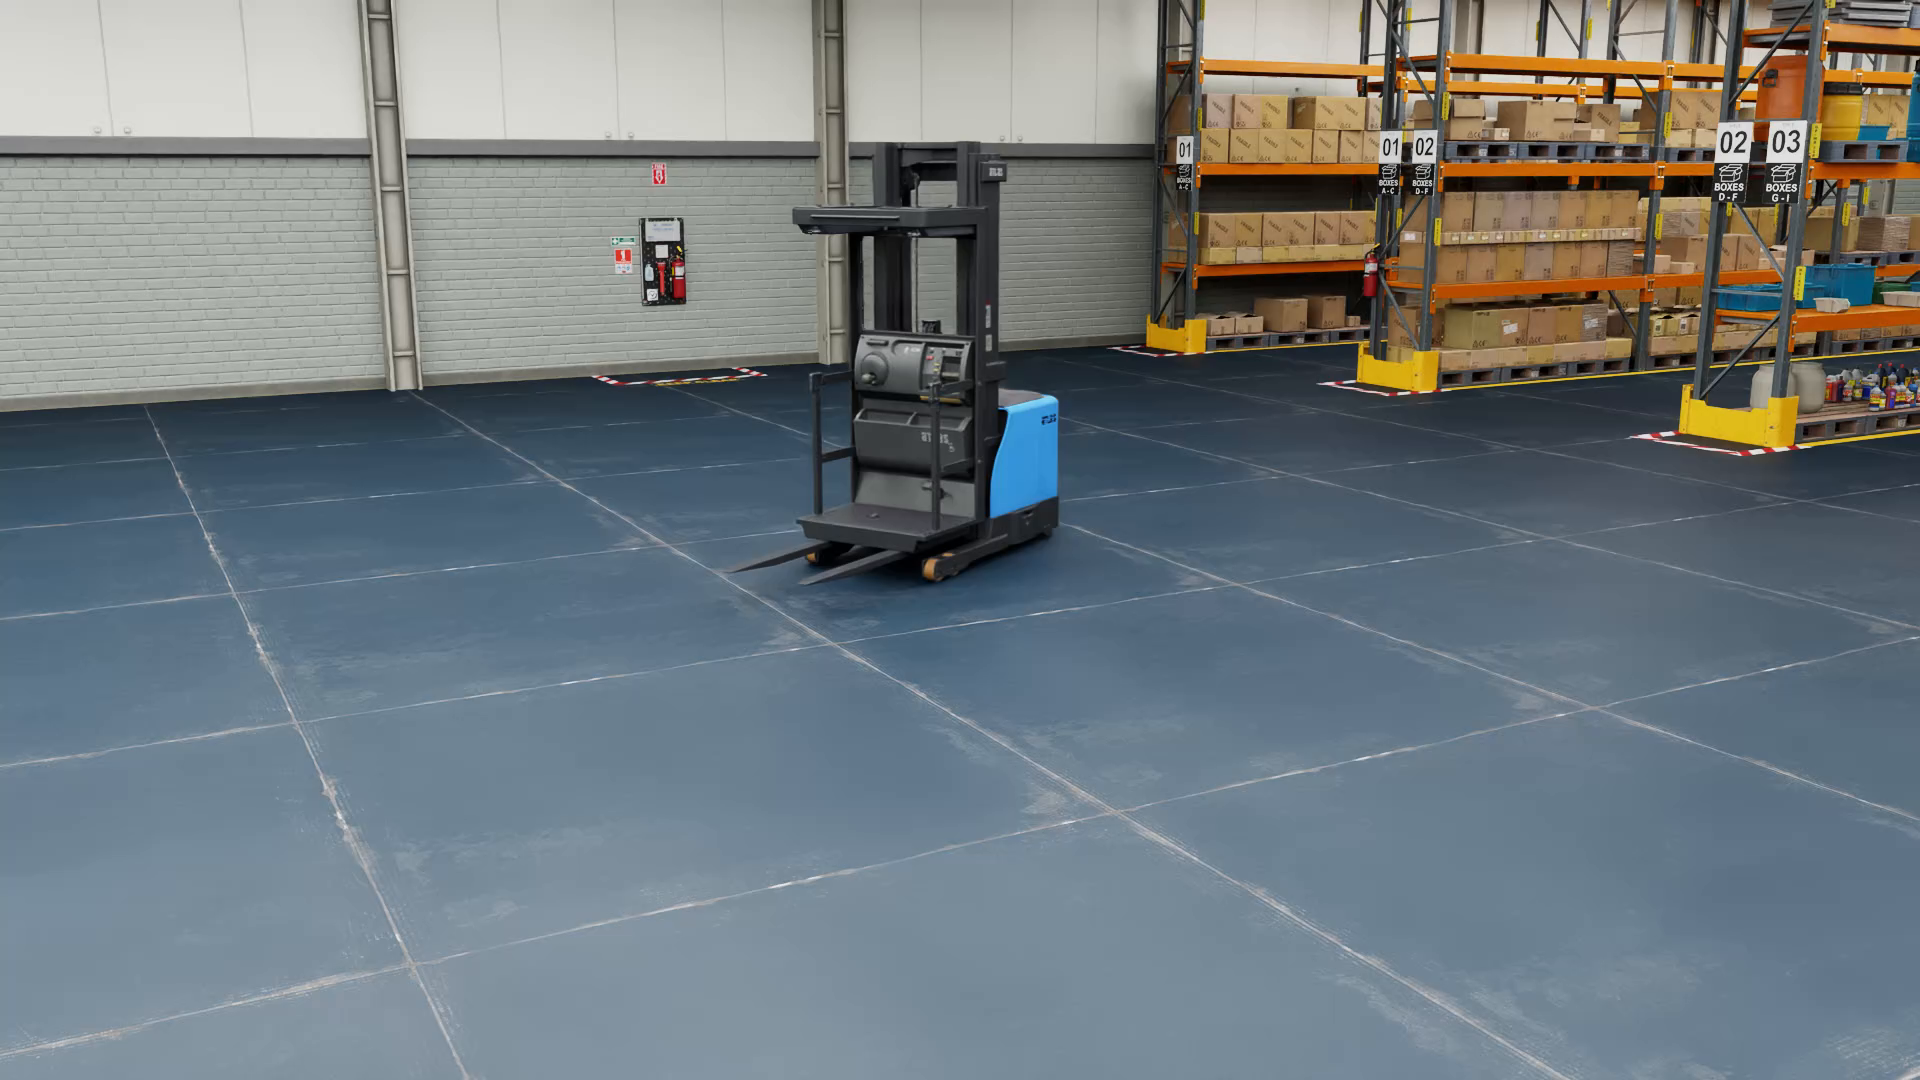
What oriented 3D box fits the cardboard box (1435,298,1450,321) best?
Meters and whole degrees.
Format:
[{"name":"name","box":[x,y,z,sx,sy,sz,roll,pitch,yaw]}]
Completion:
[{"name":"cardboard box","box":[7.845,-3.971,28.114,0.500,0.500,0.700,-7,15,-29]}]

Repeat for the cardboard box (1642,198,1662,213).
[{"name":"cardboard box","box":[12.164,-5.985,29.711,0.500,0.250,0.500,-7,15,-29]}]

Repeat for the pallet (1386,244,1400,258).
[{"name":"pallet","box":[7.518,-4.790,27.498,1.213,0.211,1.003,-7,14,-28]}]

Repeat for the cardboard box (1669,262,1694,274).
[{"name":"cardboard box","box":[10.030,-3.808,23.271,0.250,0.149,0.380,-7,14,-28]}]

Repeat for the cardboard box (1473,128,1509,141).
[{"name":"cardboard box","box":[6.761,-5.160,21.170,0.250,0.149,0.380,-7,14,-28]}]

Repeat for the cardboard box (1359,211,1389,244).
[{"name":"cardboard box","box":[6.511,-5.024,26.691,0.500,0.500,0.500,-7,14,-28]}]

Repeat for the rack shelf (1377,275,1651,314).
[{"name":"rack shelf","box":[7.399,-3.316,22.149,4.000,0.370,1.077,-7,14,-28]}]

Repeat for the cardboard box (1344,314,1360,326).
[{"name":"cardboard box","box":[6.323,-3.602,27.232,0.250,0.166,0.380,-9,16,-35]}]

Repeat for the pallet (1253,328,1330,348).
[{"name":"pallet","box":[5.133,-3.264,26.632,1.213,0.211,1.003,-7,14,-28]}]

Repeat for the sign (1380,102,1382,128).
[{"name":"sign","box":[5.396,-5.419,21.188,0.005,0.325,0.100,-7,14,-28]}]

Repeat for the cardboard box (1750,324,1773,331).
[{"name":"cardboard box","box":[11.426,-3.224,24.131,0.500,0.311,0.500,-7,14,-28]}]

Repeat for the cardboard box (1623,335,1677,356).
[{"name":"cardboard box","box":[9.627,-2.735,23.237,0.500,0.250,0.500,-7,15,-29]}]

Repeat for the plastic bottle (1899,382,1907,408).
[{"name":"plastic bottle","box":[10.143,-1.562,17.930,0.097,0.271,0.097,0,13,0]}]

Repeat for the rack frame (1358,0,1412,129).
[{"name":"rack frame","box":[6.778,-7.758,26.586,0.127,3.000,1.000,-7,14,-28]}]

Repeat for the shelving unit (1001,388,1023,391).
[{"name":"shelving unit","box":[0.348,-0.656,13.132,0.215,1.050,0.252,8,15,31]}]

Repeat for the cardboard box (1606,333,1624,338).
[{"name":"cardboard box","box":[9.380,-2.840,23.702,0.500,0.250,0.500,-7,14,-28]}]

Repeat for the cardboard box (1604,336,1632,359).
[{"name":"cardboard box","box":[8.852,-2.650,22.856,0.500,0.250,0.500,-7,14,-28]}]

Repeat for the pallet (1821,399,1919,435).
[{"name":"pallet","box":[9.843,-1.370,18.215,1.213,0.211,1.003,-7,14,-28]}]

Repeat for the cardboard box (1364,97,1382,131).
[{"name":"cardboard box","box":[6.468,-6.736,26.326,0.500,0.500,0.500,-8,15,-33]}]

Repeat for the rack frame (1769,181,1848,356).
[{"name":"rack frame","box":[12.665,-4.298,24.874,0.127,3.000,1.000,-7,14,-28]}]

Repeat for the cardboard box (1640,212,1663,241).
[{"name":"cardboard box","box":[12.191,-5.619,29.795,0.500,0.500,0.500,-6,14,-26]}]

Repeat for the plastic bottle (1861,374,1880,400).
[{"name":"plastic bottle","box":[10.172,-1.712,18.588,0.135,0.276,0.152,-7,14,-28]}]

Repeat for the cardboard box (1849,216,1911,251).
[{"name":"cardboard box","box":[14.058,-4.699,25.472,0.500,0.500,0.700,-4,13,-17]}]

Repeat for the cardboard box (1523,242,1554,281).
[{"name":"cardboard box","box":[7.417,-3.715,22.057,0.500,0.500,0.700,-6,14,-26]}]

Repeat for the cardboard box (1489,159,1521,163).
[{"name":"cardboard box","box":[9.106,-6.657,28.245,0.637,0.503,0.797,-5,14,-20]}]

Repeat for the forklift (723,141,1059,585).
[{"name":"forklift","box":[-0.446,-1.257,11.518,1.130,2.935,3.031,8,15,31]}]

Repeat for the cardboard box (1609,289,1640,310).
[{"name":"cardboard box","box":[11.769,-4.551,29.940,0.750,0.750,0.750,-7,14,-28]}]

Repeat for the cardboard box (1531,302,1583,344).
[{"name":"cardboard box","box":[7.971,-2.912,22.313,0.500,0.500,0.500,-7,14,-28]}]

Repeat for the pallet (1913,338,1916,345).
[{"name":"pallet","box":[15.481,-3.265,26.638,1.213,0.211,1.003,-7,14,-28]}]

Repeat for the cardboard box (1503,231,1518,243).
[{"name":"cardboard box","box":[6.997,-3.930,21.536,0.250,0.149,0.380,-7,15,-30]}]

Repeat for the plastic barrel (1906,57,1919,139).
[{"name":"plastic barrel","box":[10.600,-4.751,17.957,0.708,0.901,0.600,-7,14,-28]}]

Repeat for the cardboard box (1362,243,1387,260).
[{"name":"cardboard box","box":[6.507,-4.660,26.778,0.500,0.250,0.500,-7,14,-28]}]

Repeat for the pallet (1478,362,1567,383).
[{"name":"pallet","box":[7.364,-2.312,22.401,1.213,0.211,1.003,-7,14,-28]}]

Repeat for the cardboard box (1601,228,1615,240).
[{"name":"cardboard box","box":[8.572,-4.119,22.373,0.250,0.149,0.380,-7,15,-30]}]

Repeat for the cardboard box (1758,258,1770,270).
[{"name":"cardboard box","box":[11.573,-4.030,24.258,0.250,0.149,0.380,-6,14,-24]}]

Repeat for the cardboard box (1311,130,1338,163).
[{"name":"cardboard box","box":[5.535,-6.136,25.937,0.500,0.500,0.500,-7,15,-30]}]

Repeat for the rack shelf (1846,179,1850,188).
[{"name":"rack shelf","box":[14.421,-5.621,25.559,4.000,0.370,1.077,-7,14,-28]}]

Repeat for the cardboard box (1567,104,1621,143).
[{"name":"cardboard box","box":[8.586,-5.660,22.593,0.500,0.500,0.500,-6,14,-23]}]

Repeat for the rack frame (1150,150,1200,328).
[{"name":"rack frame","box":[3.267,-4.410,25.375,0.127,3.000,1.000,-7,14,-28]}]

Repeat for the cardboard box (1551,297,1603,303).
[{"name":"cardboard box","box":[8.597,-3.118,23.229,0.500,0.500,0.500,-7,14,-28]}]

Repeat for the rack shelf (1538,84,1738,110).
[{"name":"rack shelf","box":[12.044,-7.843,29.514,4.000,0.370,1.077,-7,14,-28]}]

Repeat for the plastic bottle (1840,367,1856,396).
[{"name":"plastic bottle","box":[9.915,-1.755,18.608,0.185,0.351,0.144,-6,14,-26]}]

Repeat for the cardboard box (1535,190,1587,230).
[{"name":"cardboard box","box":[7.885,-4.405,22.167,0.500,0.500,0.700,-7,14,-28]}]

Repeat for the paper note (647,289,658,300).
[{"name":"paper note","box":[-4.175,-3.332,22.589,0.142,0.148,0.016,-7,14,-28]}]

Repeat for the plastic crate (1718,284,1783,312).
[{"name":"plastic crate","box":[8.310,-2.539,17.398,0.616,0.251,0.499,-7,14,-28]}]

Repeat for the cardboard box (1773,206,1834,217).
[{"name":"cardboard box","box":[16.234,-6.106,32.225,0.700,0.700,0.980,-7,14,-28]}]

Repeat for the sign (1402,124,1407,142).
[{"name":"sign","box":[7.044,-6.443,26.398,0.005,0.325,0.100,-7,14,-28]}]

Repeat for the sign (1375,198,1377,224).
[{"name":"sign","box":[5.396,-4.243,21.453,0.005,0.325,0.100,-7,14,-28]}]

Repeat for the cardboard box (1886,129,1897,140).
[{"name":"cardboard box","box":[13.480,-5.916,25.005,0.500,0.500,0.910,-7,14,-28]}]

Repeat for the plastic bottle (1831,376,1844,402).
[{"name":"plastic bottle","box":[9.702,-1.669,18.379,0.133,0.283,0.061,-7,14,-28]}]

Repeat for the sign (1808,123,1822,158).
[{"name":"sign","box":[8.273,-3.862,16.088,0.005,0.325,0.100,-7,14,-28]}]

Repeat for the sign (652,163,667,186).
[{"name":"sign","box":[-4.042,-4.916,22.343,0.199,0.298,0.001,-7,14,-28]}]

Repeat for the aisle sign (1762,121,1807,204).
[{"name":"aisle sign","box":[8.091,-3.705,16.321,0.004,0.787,0.394,-7,14,-28]}]

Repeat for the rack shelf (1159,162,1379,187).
[{"name":"rack shelf","box":[5.022,-5.733,26.059,4.000,0.370,1.077,-7,14,-28]}]
